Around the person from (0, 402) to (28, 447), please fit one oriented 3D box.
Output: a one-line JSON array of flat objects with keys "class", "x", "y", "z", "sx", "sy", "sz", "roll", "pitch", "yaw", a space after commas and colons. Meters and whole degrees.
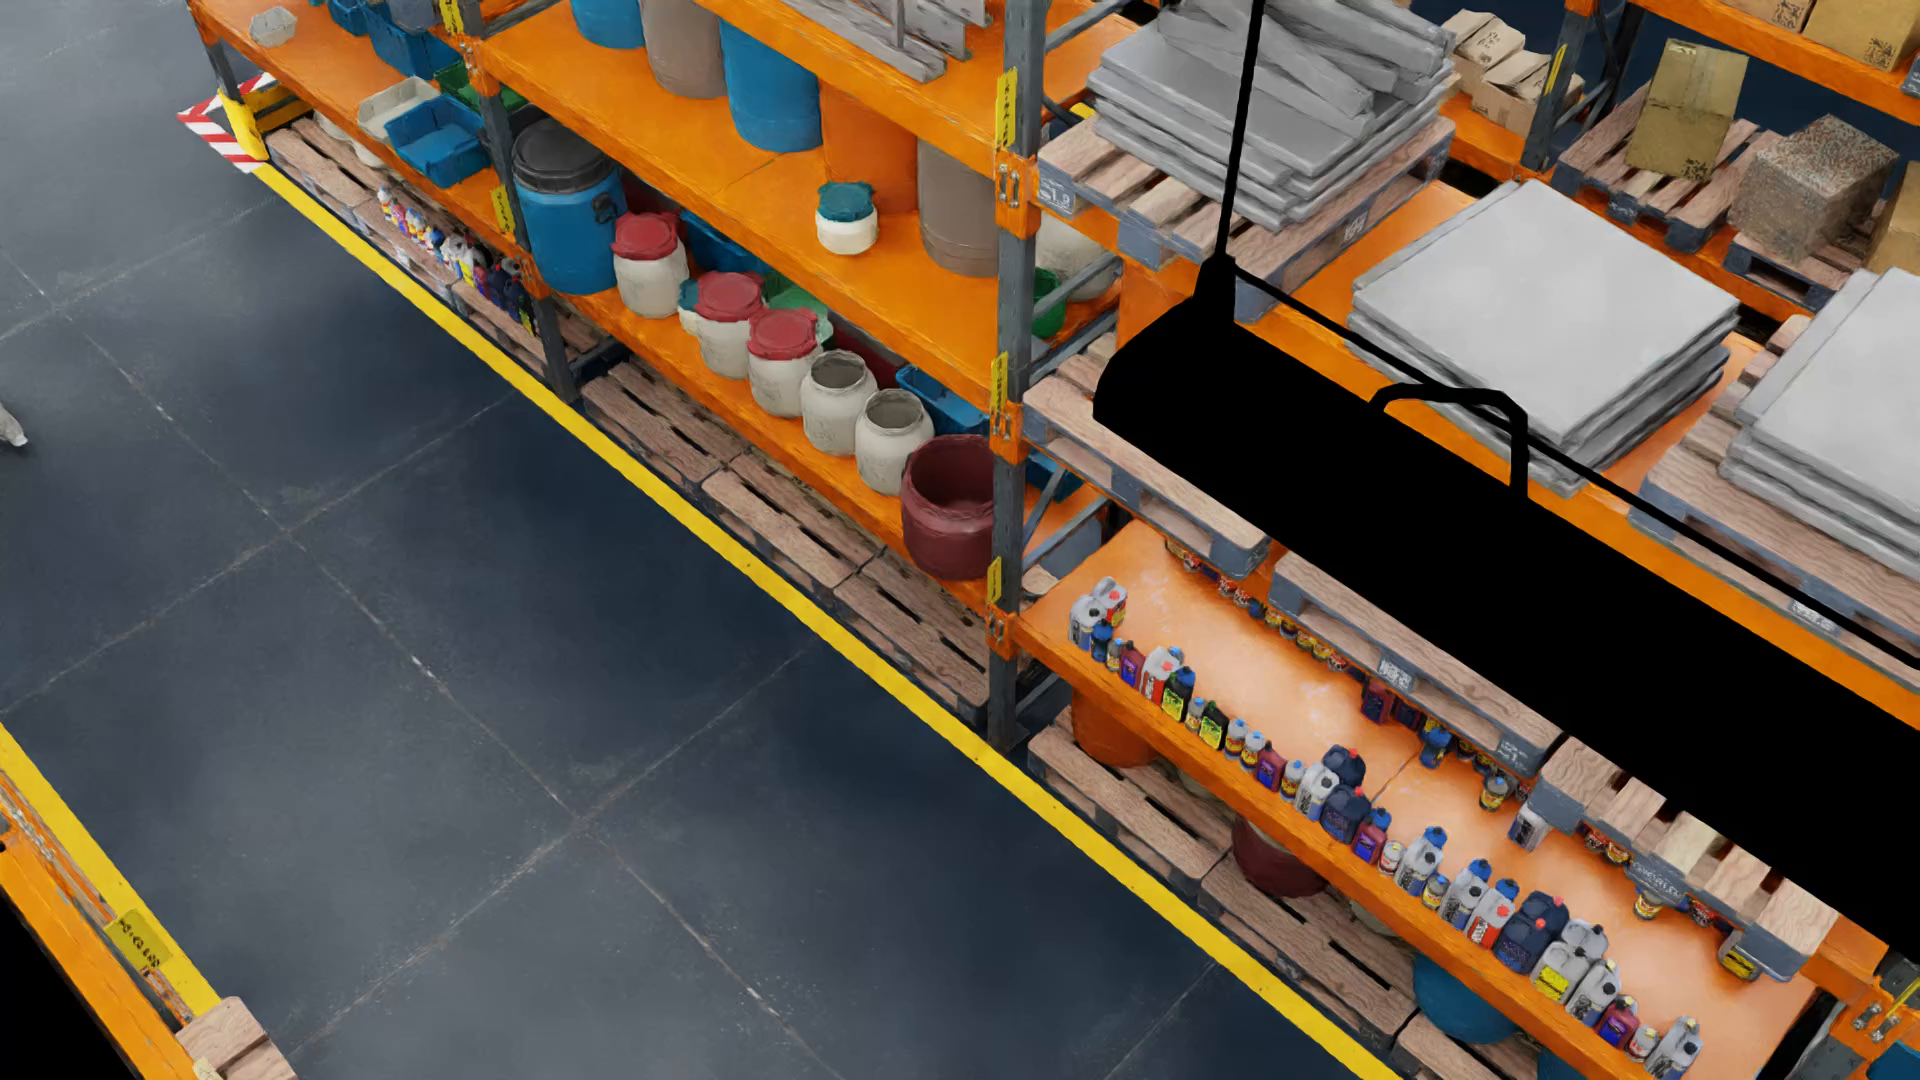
[{"class": "person", "x": -6.459, "y": -1.371, "z": 10.482, "sx": 1.019, "sy": 1.612, "sz": 0.455, "roll": 35, "pitch": 58, "yaw": 26}]
